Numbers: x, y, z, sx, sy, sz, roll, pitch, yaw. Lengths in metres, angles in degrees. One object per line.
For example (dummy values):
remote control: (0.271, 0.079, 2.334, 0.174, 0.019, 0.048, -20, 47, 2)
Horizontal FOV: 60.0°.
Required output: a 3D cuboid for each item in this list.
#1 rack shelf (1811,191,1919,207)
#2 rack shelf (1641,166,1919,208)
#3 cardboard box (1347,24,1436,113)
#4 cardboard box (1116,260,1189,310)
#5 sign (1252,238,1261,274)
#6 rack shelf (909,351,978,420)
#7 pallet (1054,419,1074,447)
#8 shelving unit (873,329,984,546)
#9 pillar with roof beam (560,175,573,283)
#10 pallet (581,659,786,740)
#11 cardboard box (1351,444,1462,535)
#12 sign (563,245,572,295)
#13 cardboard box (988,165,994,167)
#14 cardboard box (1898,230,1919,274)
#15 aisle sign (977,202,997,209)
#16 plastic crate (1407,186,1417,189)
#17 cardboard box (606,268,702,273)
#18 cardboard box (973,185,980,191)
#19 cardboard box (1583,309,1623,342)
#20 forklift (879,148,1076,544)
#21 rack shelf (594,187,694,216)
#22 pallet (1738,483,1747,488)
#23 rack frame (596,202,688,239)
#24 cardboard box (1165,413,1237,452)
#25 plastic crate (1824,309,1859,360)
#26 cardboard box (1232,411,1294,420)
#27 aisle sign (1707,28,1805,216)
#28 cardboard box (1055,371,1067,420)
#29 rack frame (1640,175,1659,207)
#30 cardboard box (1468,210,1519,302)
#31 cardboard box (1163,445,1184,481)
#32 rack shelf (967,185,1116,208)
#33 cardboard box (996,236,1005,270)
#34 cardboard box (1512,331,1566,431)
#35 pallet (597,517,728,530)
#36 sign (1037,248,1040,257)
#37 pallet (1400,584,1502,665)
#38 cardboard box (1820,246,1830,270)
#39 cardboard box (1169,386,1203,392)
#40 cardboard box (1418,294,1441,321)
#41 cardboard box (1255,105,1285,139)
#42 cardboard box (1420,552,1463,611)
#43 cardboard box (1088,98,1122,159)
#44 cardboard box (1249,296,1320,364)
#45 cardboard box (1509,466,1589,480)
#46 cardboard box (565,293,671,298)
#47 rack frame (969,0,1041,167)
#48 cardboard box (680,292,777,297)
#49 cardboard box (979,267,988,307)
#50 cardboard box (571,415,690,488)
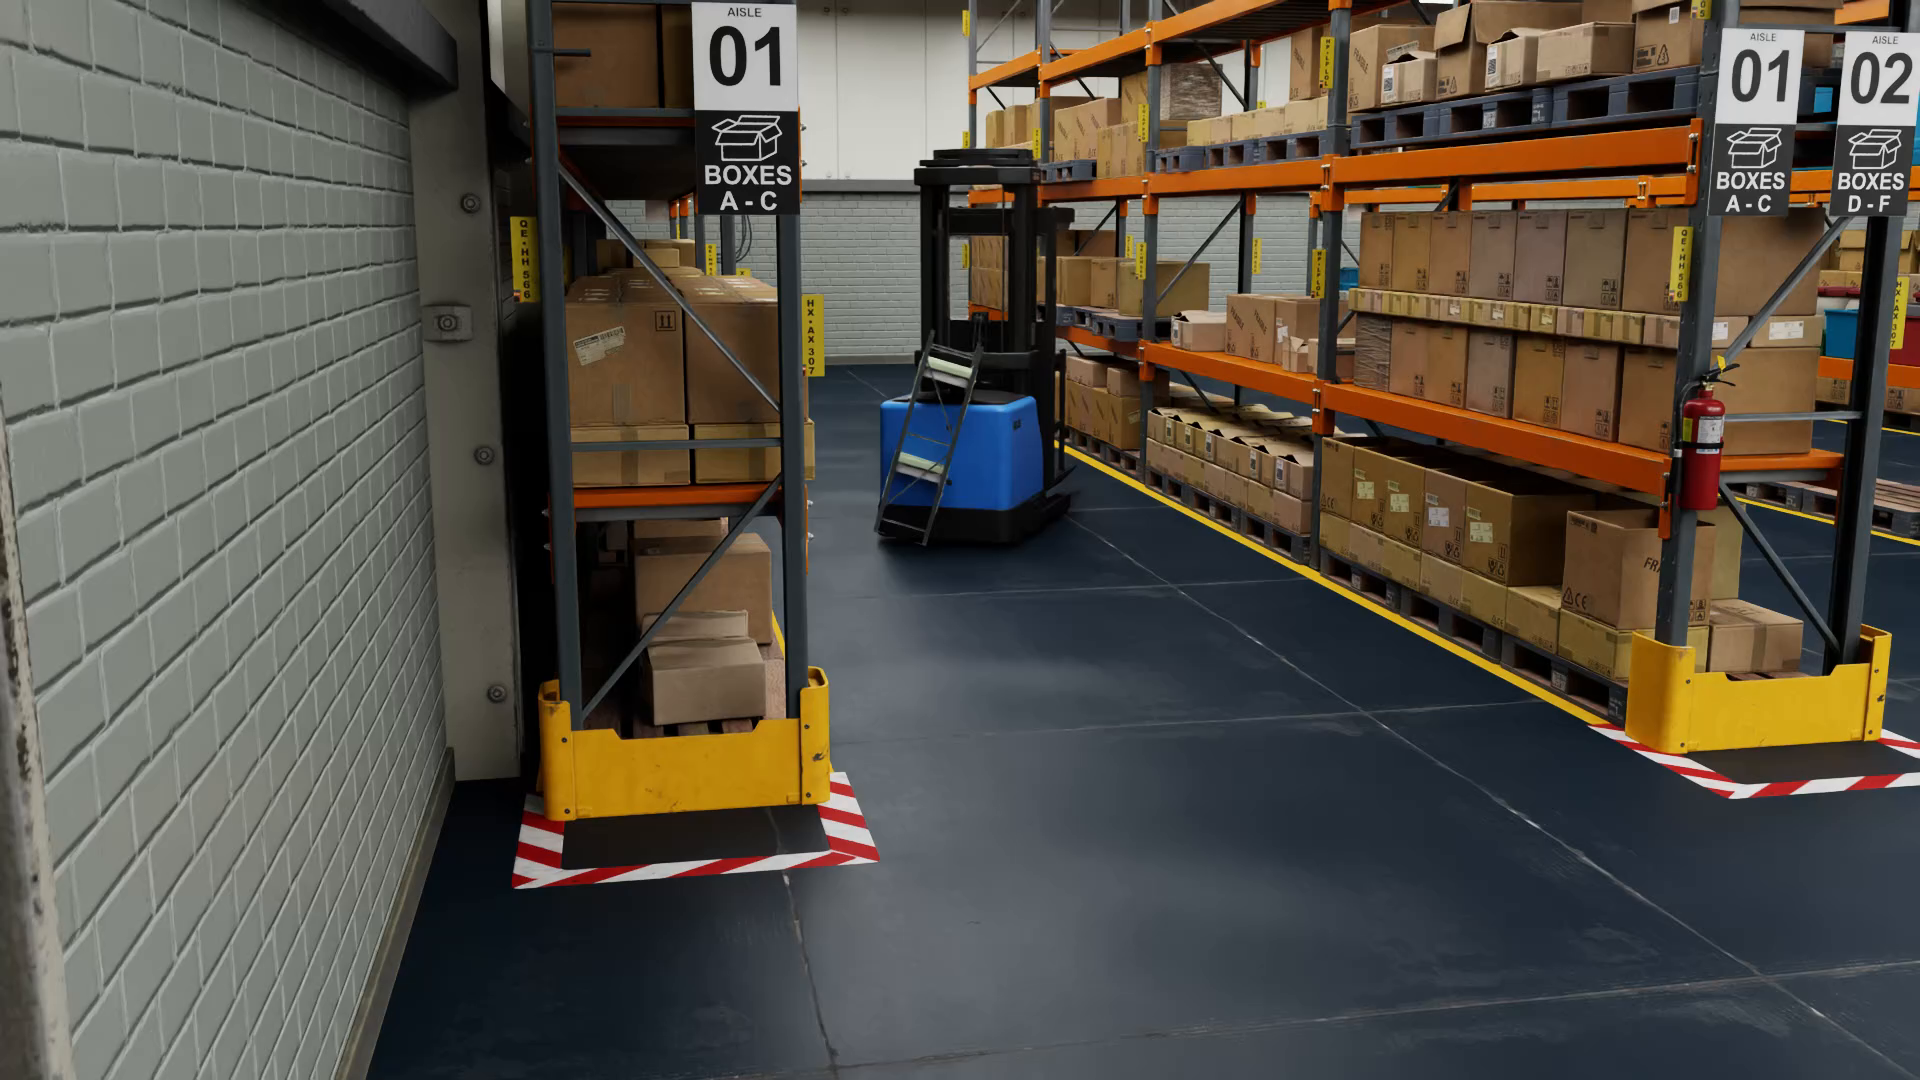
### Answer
rack shelf: (11.505, -3.868, 18.898, 1.077, 0.370, 4.000, -2, 11, -11)
rack shelf: (7.424, -2.954, 14.097, 1.077, 0.370, 4.000, -2, 11, -11)
cardboard box: (2.793, -2.984, 10.562, 0.500, 0.500, 0.500, -1, 11, -6)
cardboard box: (1.952, -2.563, 16.749, 0.700, 0.500, 0.500, 0, 11, 0)
sign: (2.719, -2.611, 15.296, 0.100, 0.325, 0.005, -2, 11, -11)
rack shelf: (-0.124, -1.148, 12.306, 0.431, 0.370, 0.720, 16, 8, -3)
pallet: (1.593, -1.237, 18.633, 1.003, 0.211, 1.213, -2, 11, -11)
shelving unit: (-0.233, -0.778, 12.359, 0.431, 1.500, 0.755, 16, 8, -3)
pillar with roof beam: (-0.223, -5.775, 18.970, 9.100, 9.000, 0.400, -2, 11, -11)
pallet: (-1.265, 0.832, 7.759, 1.003, 0.211, 1.213, -2, 11, -11)
cardboard box: (2.842, -0.324, 10.601, 0.500, 0.500, 0.500, -2, 11, -11)
sign: (-2.448, -1.655, 10.273, 0.100, 0.325, 0.005, -2, 11, -11)
cardboard box: (0.658, -4.847, 21.182, 0.500, 0.250, 0.500, -2, 11, -11)
cardboard box: (11.370, -3.413, 19.658, 0.797, 0.503, 0.637, -2, 11, -10)
aisle sign: (0.318, -4.768, 22.770, 0.394, 0.787, 0.004, -2, 11, -11)
plastic crate: (5.767, -4.481, 20.643, 0.416, 0.233, 0.300, -2, 11, -11)
cardboard box: (-2.446, -1.919, 13.310, 0.700, 0.500, 0.500, -3, 11, -16)
cardboard box: (0.470, -4.785, 22.194, 0.500, 0.250, 0.500, -2, 11, -11)
cardboard box: (3.368, -1.080, 8.346, 0.380, 0.149, 0.250, -2, 11, -12)
forklift: (0.295, -1.645, 13.498, 1.130, 2.935, 3.031, 3, 11, 16)
rack shelf: (-3.072, -3.328, 16.059, 1.077, 0.370, 4.000, -2, 11, -11)
pallet: (7.148, -0.688, 15.744, 1.003, 0.211, 1.213, -2, 11, -11)
rack frame: (-3.461, -2.574, 18.199, 1.000, 3.000, 0.127, -2, 11, -11)
cardboard box: (2.100, -0.950, 14.395, 0.500, 0.311, 0.500, -2, 11, -12)
plastic crate: (7.293, -1.650, 13.388, 0.392, 0.384, 0.575, -2, 11, -11)
cardboard box: (2.627, -0.970, 14.503, 0.500, 0.311, 0.500, -2, 11, -12)
aisle sign: (3.456, -1.809, 7.223, 0.394, 0.787, 0.004, -2, 11, -11)
cardboard box: (1.253, -1.646, 18.829, 0.500, 0.500, 0.500, -3, 11, -14)
rack frame: (7.035, -2.201, 16.238, 1.000, 3.000, 0.127, -2, 11, -11)
cardboard box: (3.339, -1.617, 9.433, 0.700, 0.500, 0.500, -2, 11, -11)
cardboard box: (2.088, -0.678, 14.468, 0.500, 0.250, 0.500, -2, 11, -13)
rack shelf: (1.009, -4.242, 20.863, 1.077, 0.370, 4.000, -2, 11, -11)
cardboard box: (0.749, -3.657, 20.948, 0.500, 0.500, 0.500, -2, 11, -12)
cardboard box: (3.456, -0.877, 9.014, 0.700, 0.500, 0.500, -2, 11, -11)
pallet: (-2.298, -0.104, 12.679, 1.003, 0.211, 1.213, -2, 11, -11)
sign: (0.867, -3.159, 18.957, 0.100, 0.325, 0.005, -2, 11, -11)
pallet: (3.308, 0.454, 9.749, 1.003, 0.211, 1.213, -2, 11, -11)
cardboard box: (10.764, -3.630, 21.346, 0.500, 0.500, 0.500, -2, 11, -9)
cardboard box: (2.167, -1.291, 16.968, 0.500, 0.500, 0.500, -2, 11, -12)
cardboard box: (3.016, -1.412, 10.090, 0.380, 0.149, 0.250, -2, 11, -13)
cardboard box: (2.642, -3.247, 12.989, 0.500, 0.250, 0.500, -3, 11, -16)
cardboard box: (3.034, 0.228, 9.707, 0.500, 0.250, 0.500, -2, 11, -11)
cardboard box: (1.685, -4.194, 17.027, 0.600, 0.600, 0.600, -3, 11, -13)
cardboard box: (2.620, -1.667, 13.164, 0.500, 0.500, 0.500, -2, 11, -11)
cardboard box: (3.556, -0.160, 9.739, 0.500, 0.500, 0.500, -2, 11, -11)
cardboard box: (-1.515, -0.849, 7.478, 0.500, 0.500, 0.500, -2, 11, -10)
rack frame: (0.620, -6.436, 22.443, 1.000, 3.000, 0.127, -2, 11, -11)
cardboard box: (-1.011, -0.867, 7.574, 0.500, 0.500, 0.500, -2, 11, -11)
cardboard box: (0.553, -3.352, 22.020, 0.500, 0.500, 0.500, -2, 11, -12)
cardboard box: (-1.408, -0.388, 7.061, 0.500, 0.250, 0.500, -2, 11, -10)
